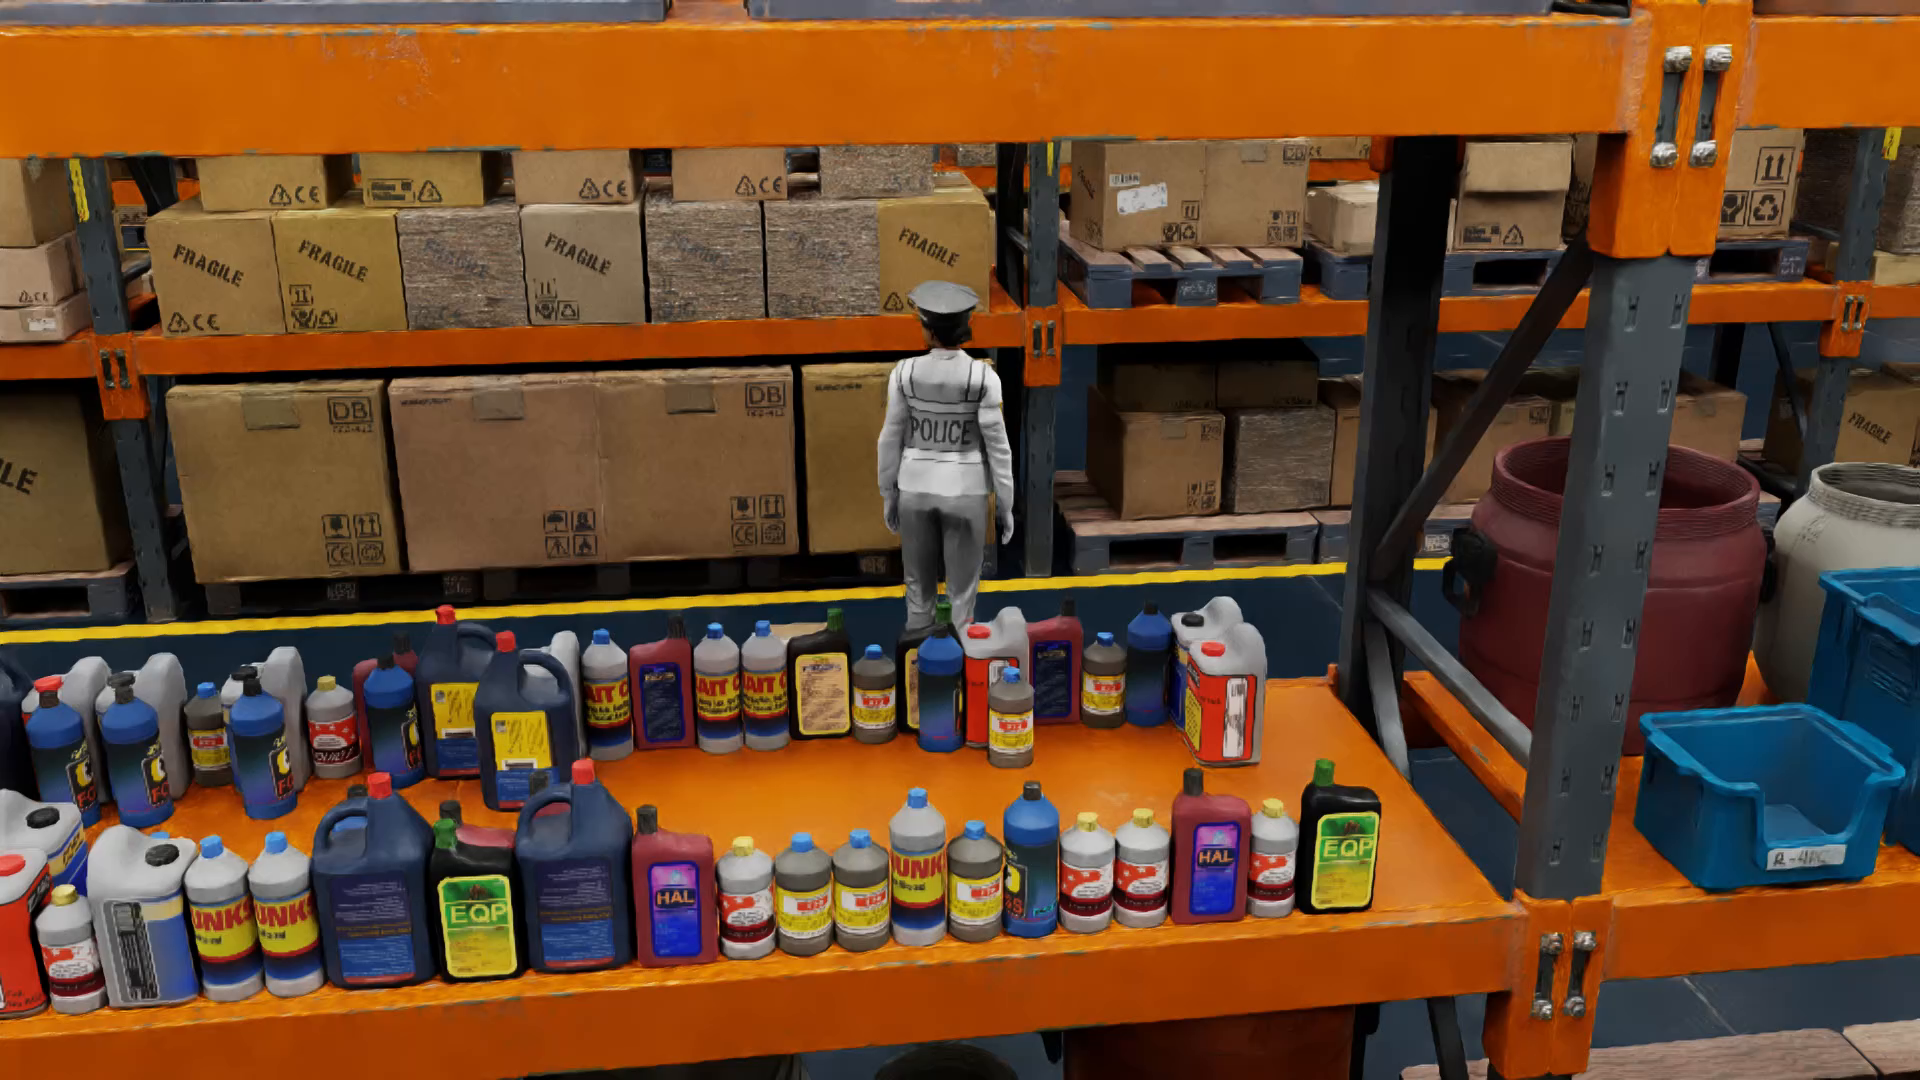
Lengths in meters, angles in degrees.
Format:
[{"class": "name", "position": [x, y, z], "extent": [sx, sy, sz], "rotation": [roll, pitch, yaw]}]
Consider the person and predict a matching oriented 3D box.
[{"class": "person", "position": [-0.049, -0.148, 6.401], "extent": [0.528, 1.681, 0.365], "rotation": [5, 21, 14]}]
